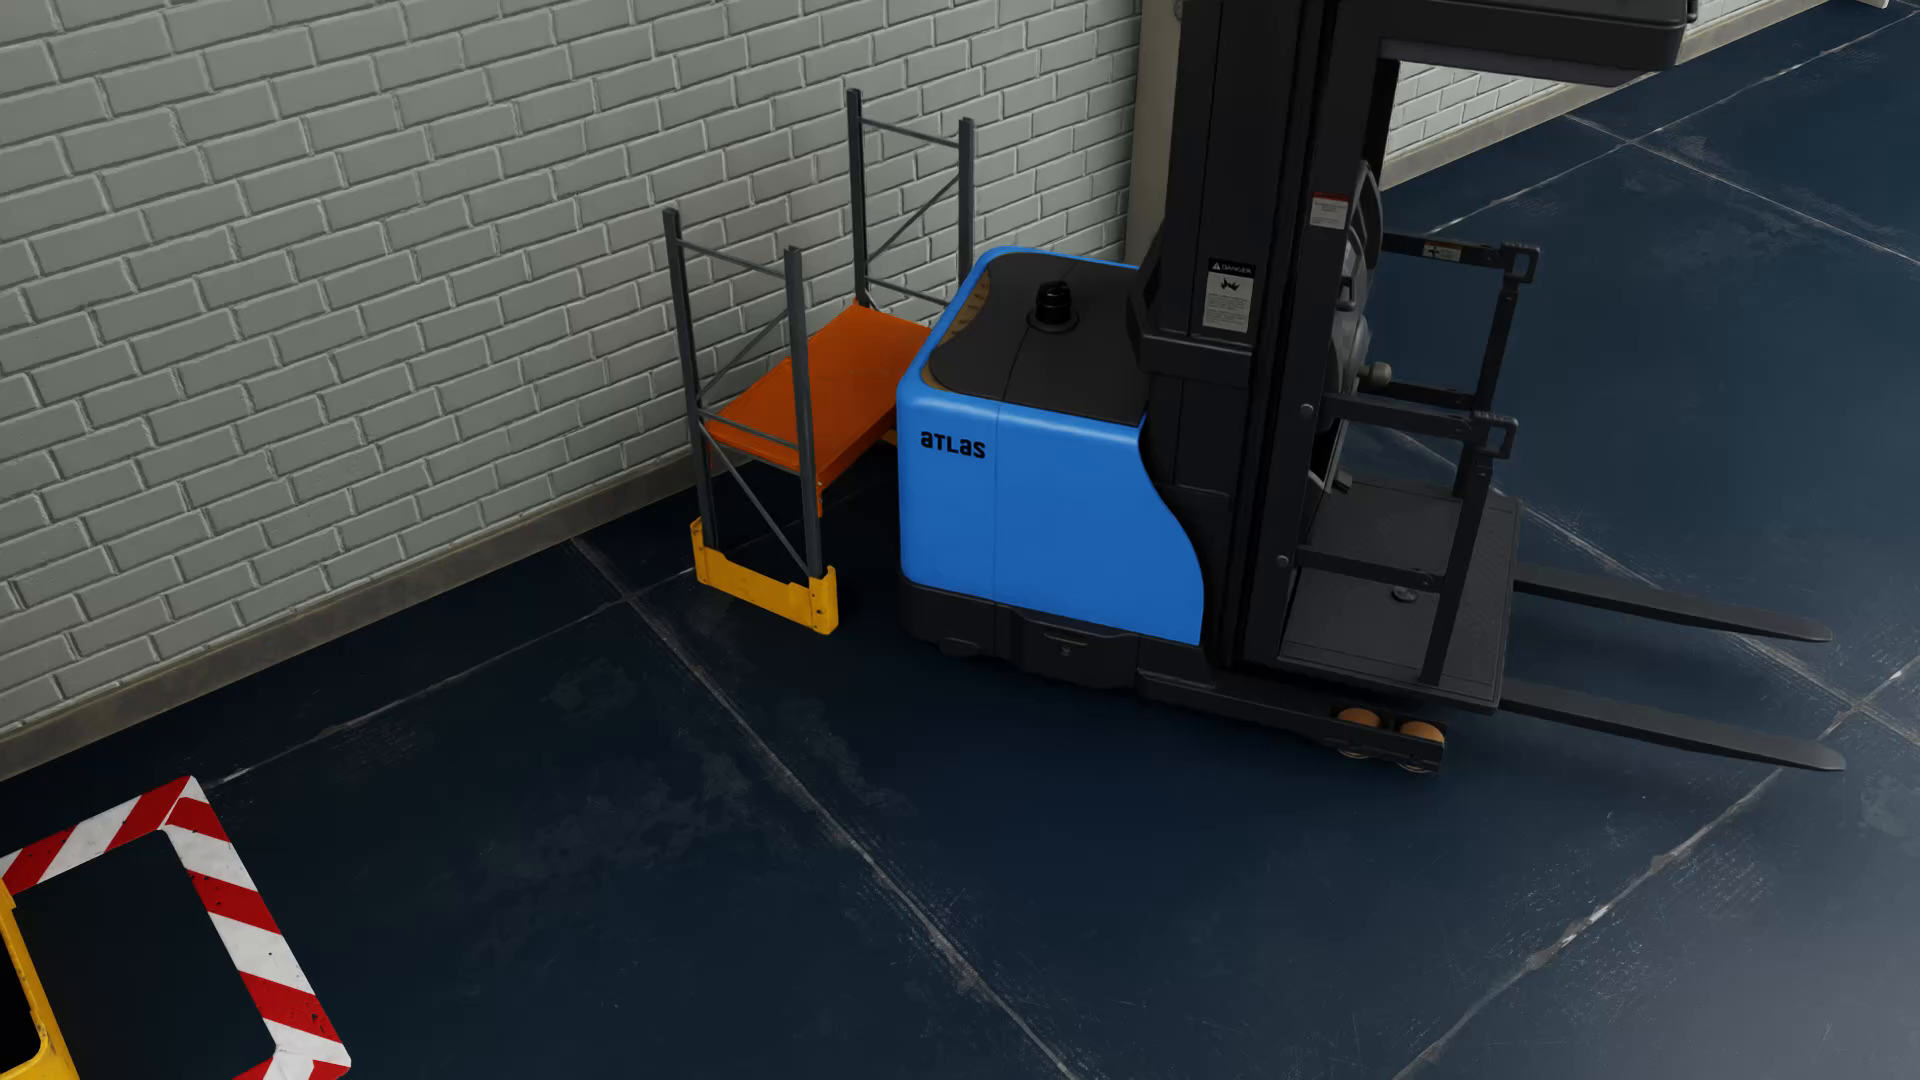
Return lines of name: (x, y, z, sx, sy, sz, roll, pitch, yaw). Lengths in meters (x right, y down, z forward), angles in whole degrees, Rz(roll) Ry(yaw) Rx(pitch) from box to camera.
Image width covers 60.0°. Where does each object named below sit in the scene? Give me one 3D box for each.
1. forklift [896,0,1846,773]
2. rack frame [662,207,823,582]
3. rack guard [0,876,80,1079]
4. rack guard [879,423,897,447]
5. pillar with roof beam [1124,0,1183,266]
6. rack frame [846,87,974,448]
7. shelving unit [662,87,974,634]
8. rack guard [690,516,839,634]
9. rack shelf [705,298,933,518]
forklift: (1.359, -0.767, 4.874, 3.031, 2.935, 1.130, 12, 41, 14)
rack frame: (-0.696, -0.360, 5.507, 0.500, 1.500, 0.032, 21, 44, 23)
rack guard: (-2.652, 1.193, 4.402, 0.348, 0.500, 1.175, -26, 46, -28)
rack guard: (-0.185, -0.420, 6.565, 0.587, 0.250, 0.087, 21, 44, 23)
pillar with roof beam: (3.608, -2.422, 2.107, 0.400, 9.000, 9.100, -26, 46, -28)
rack frame: (-0.175, -0.914, 6.182, 0.500, 1.500, 0.032, 21, 44, 23)
shelving unit: (-0.440, -0.632, 5.838, 0.587, 1.500, 1.083, 21, 44, 23)
rack guard: (-0.695, 0.122, 5.904, 0.587, 0.250, 0.087, 21, 44, 23)
rack shelf: (-0.435, -0.498, 5.958, 0.538, 0.185, 1.000, 21, 44, 23)
